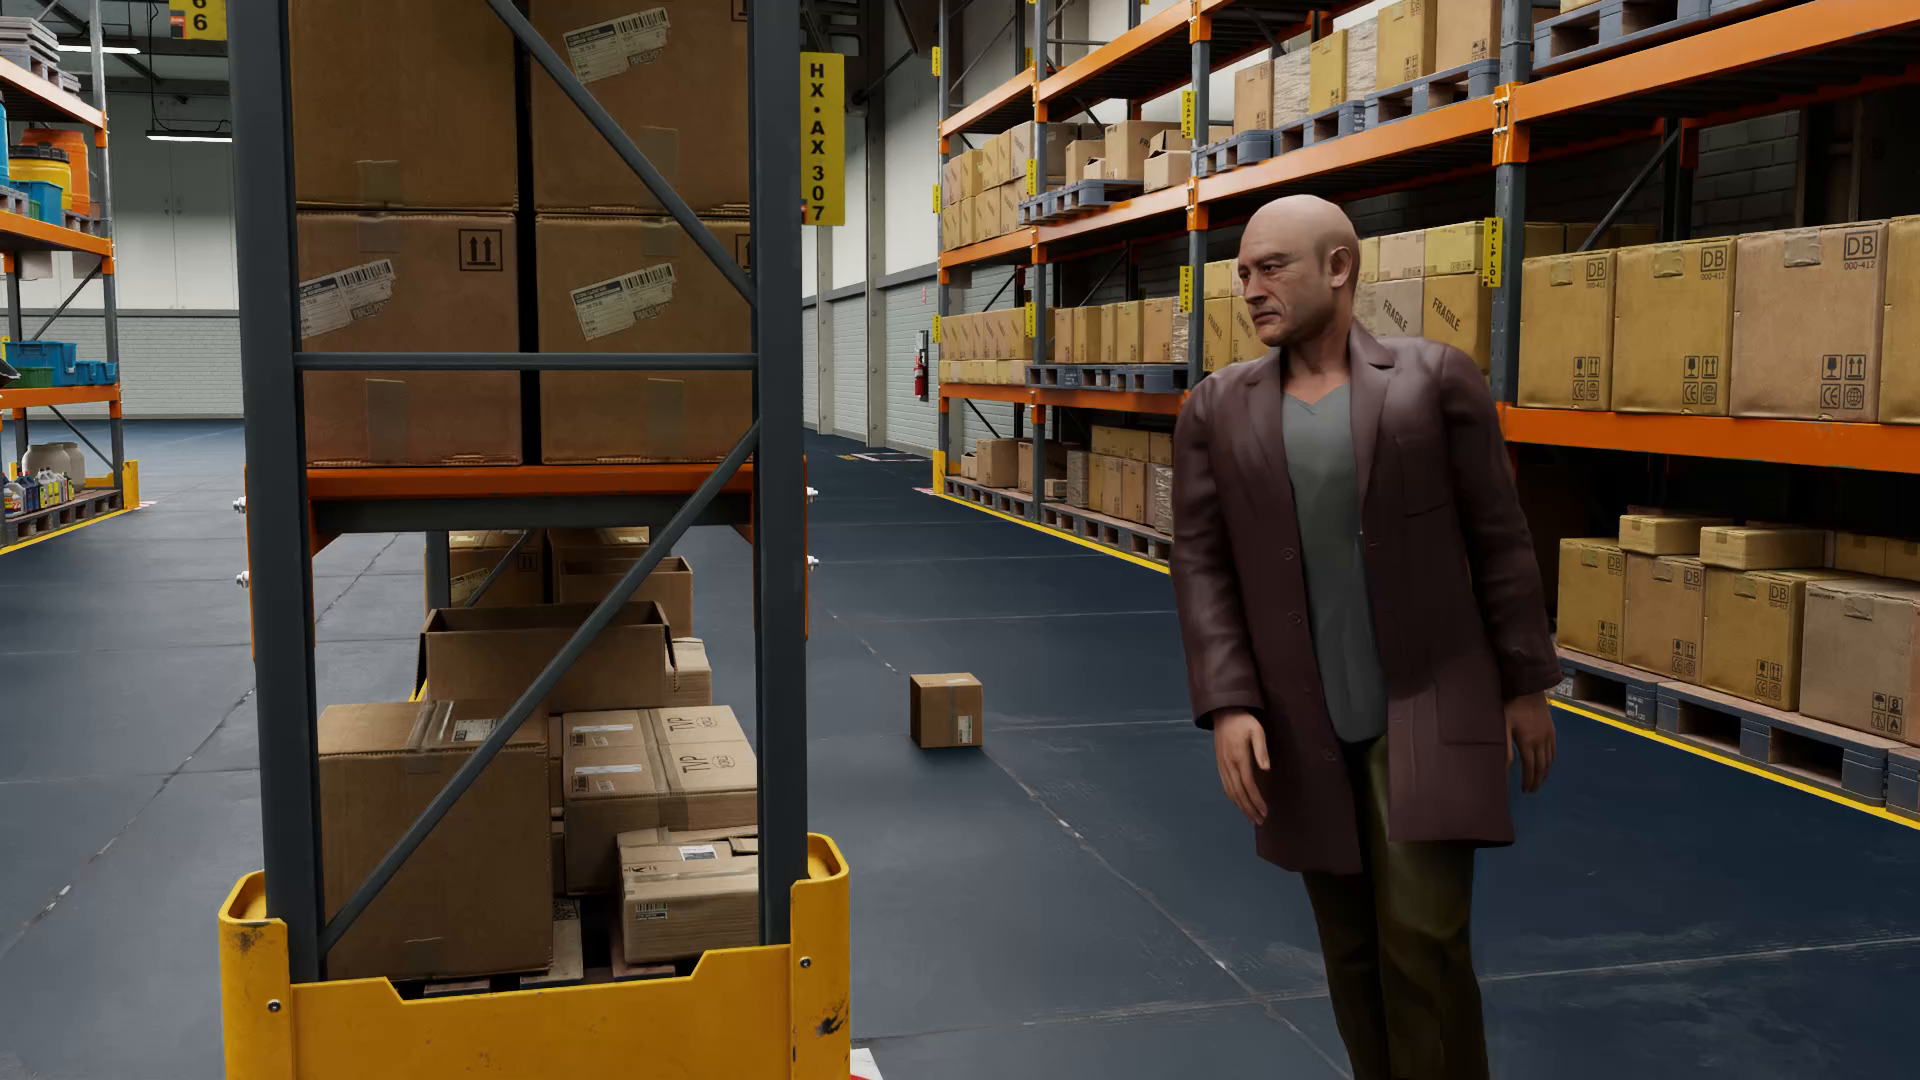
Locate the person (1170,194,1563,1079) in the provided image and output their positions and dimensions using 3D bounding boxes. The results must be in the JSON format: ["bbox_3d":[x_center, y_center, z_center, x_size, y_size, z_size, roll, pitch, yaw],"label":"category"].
[{"bbox_3d":[0.649,0.319,2.763,0.652,1.771,0.716,2,6,21],"label":"person"}]
